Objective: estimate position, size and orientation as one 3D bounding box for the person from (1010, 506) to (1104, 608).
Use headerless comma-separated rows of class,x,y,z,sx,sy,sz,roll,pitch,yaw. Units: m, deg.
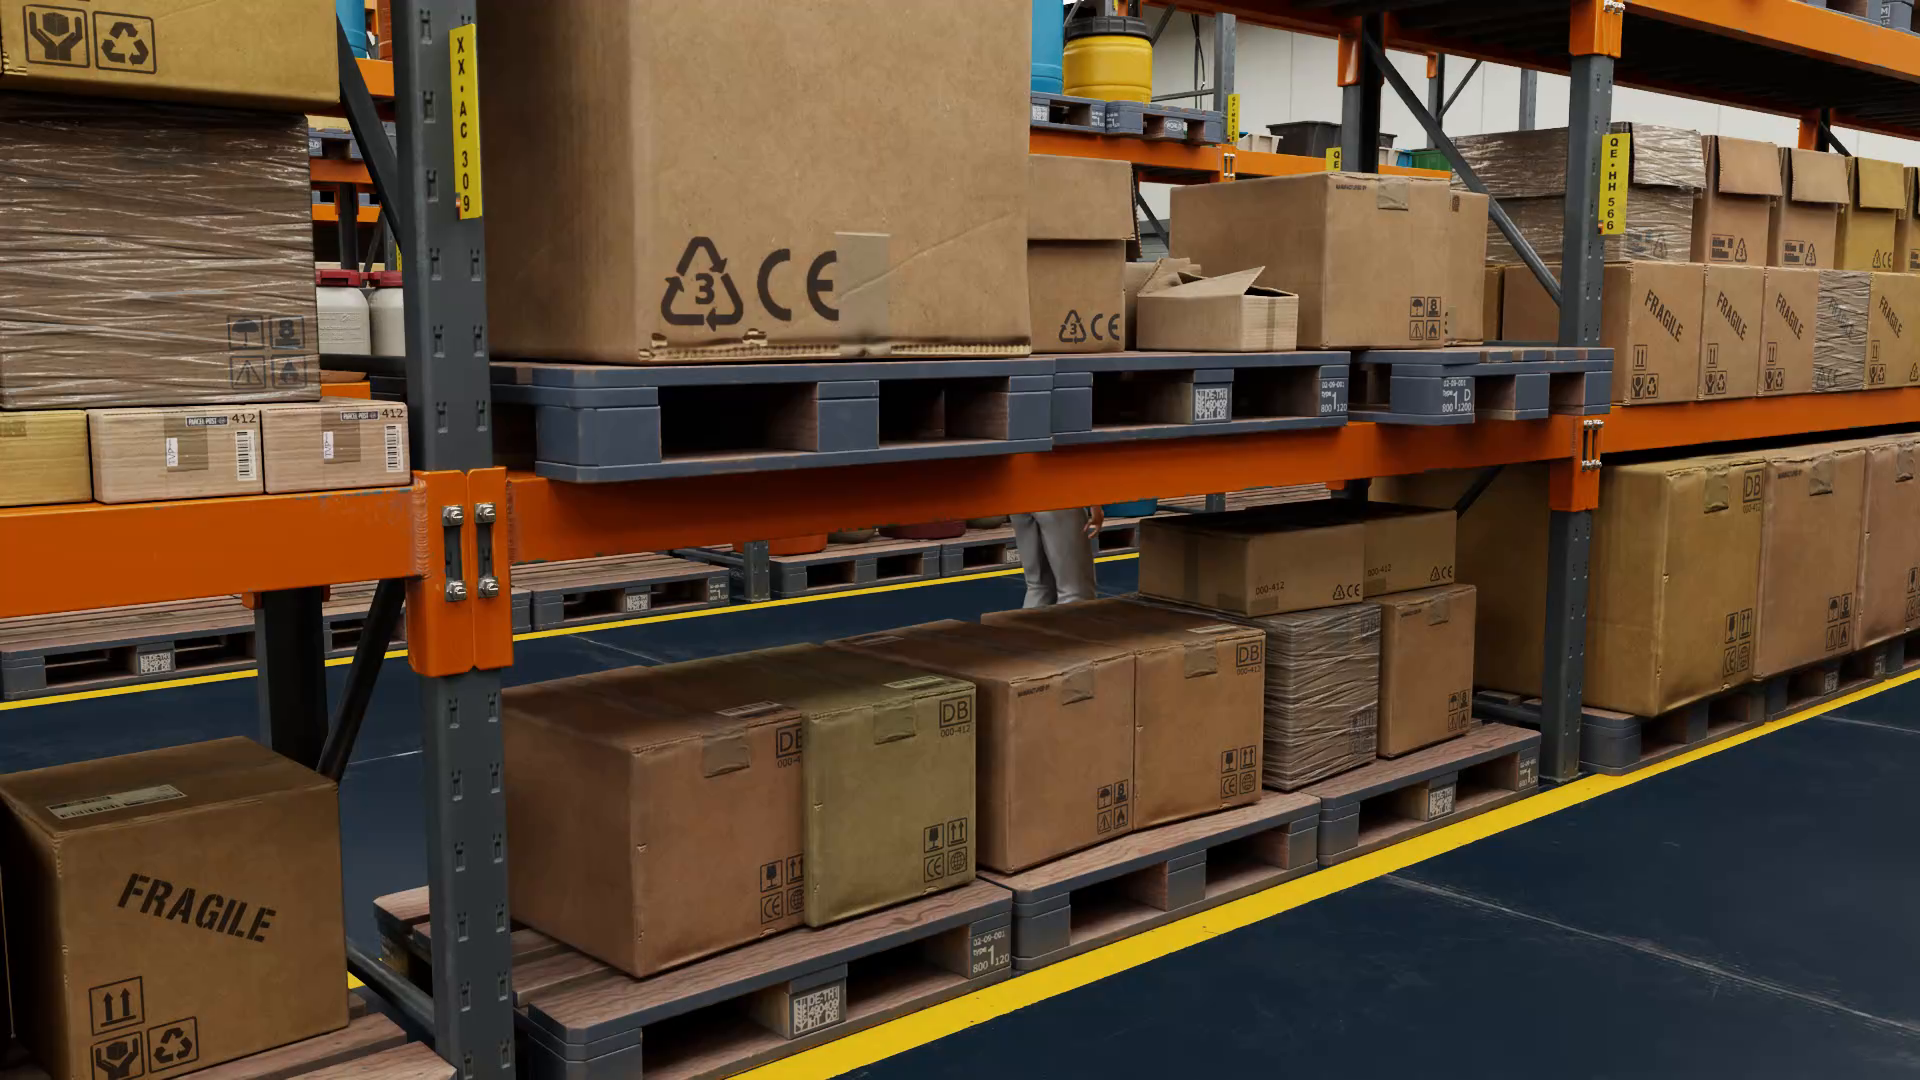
person,0.402,-0.139,6.849,0.404,1.673,0.489,-7,10,-41
